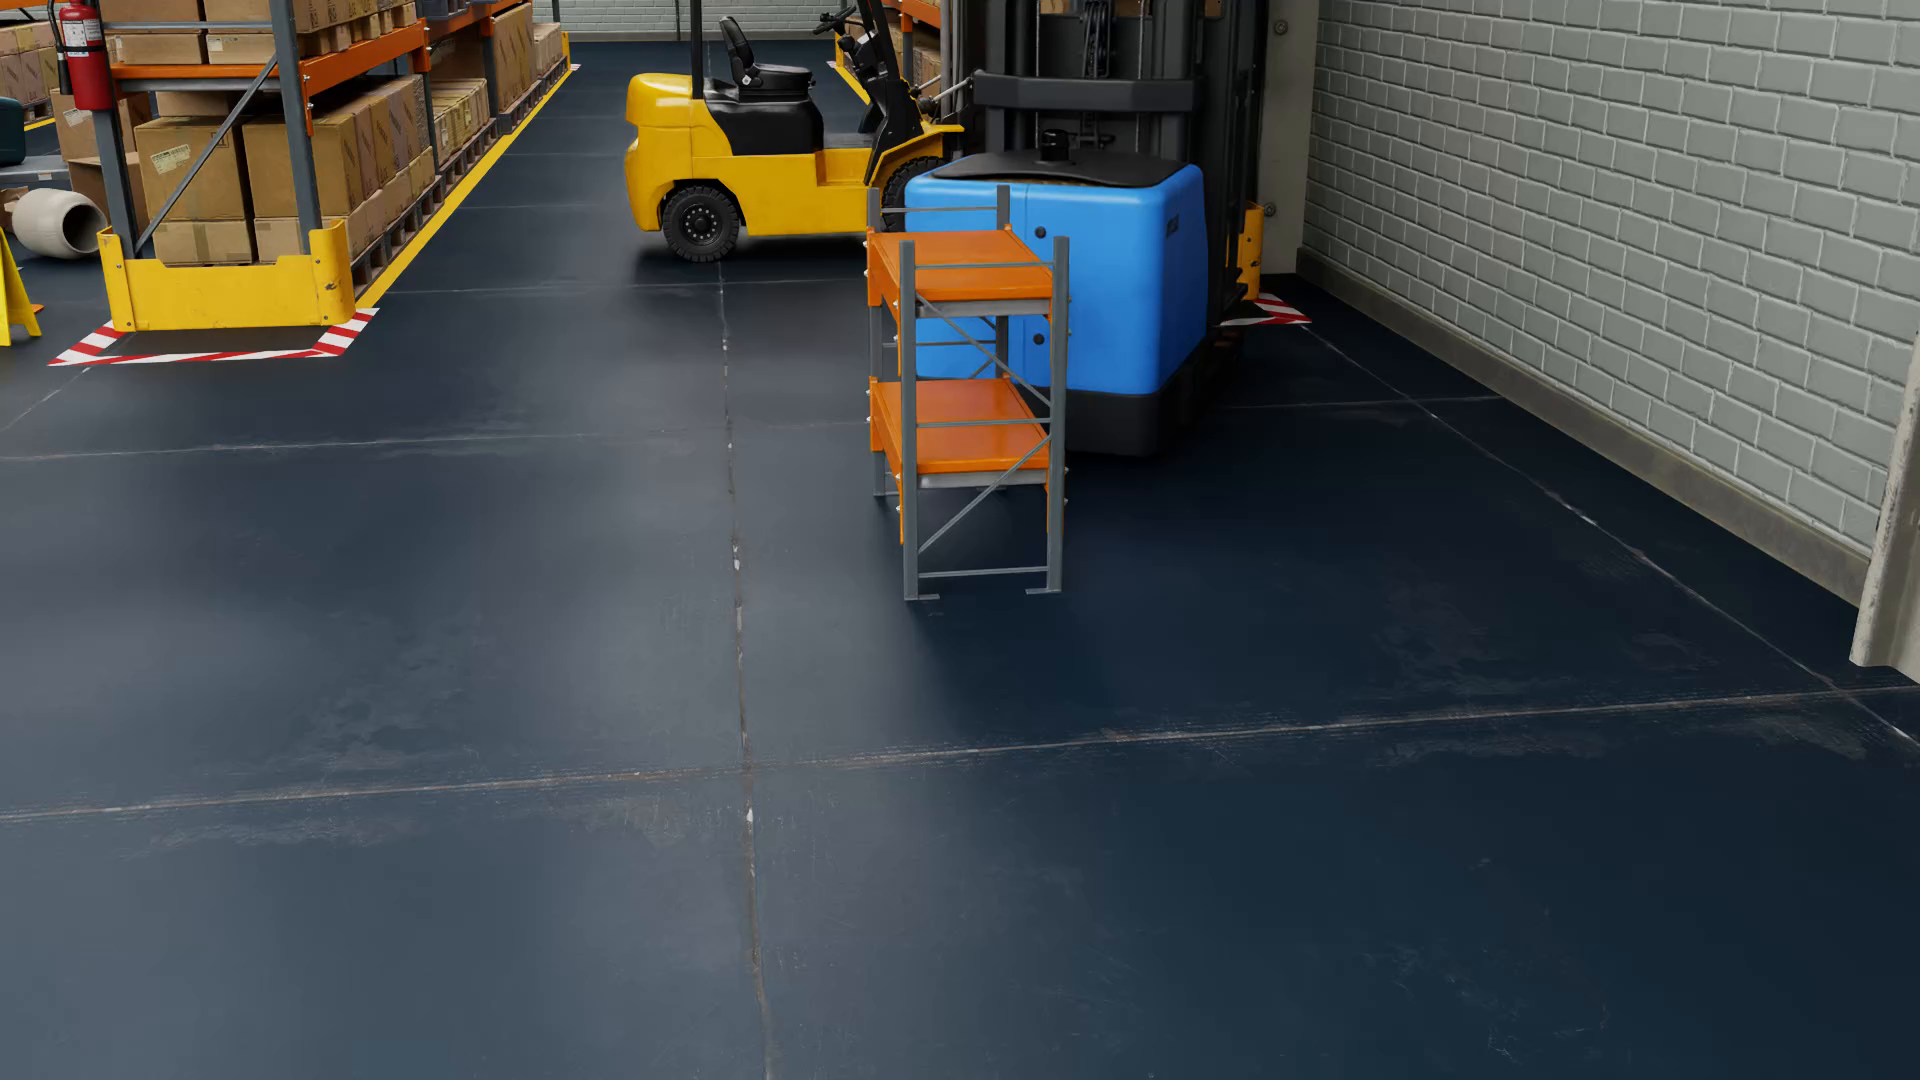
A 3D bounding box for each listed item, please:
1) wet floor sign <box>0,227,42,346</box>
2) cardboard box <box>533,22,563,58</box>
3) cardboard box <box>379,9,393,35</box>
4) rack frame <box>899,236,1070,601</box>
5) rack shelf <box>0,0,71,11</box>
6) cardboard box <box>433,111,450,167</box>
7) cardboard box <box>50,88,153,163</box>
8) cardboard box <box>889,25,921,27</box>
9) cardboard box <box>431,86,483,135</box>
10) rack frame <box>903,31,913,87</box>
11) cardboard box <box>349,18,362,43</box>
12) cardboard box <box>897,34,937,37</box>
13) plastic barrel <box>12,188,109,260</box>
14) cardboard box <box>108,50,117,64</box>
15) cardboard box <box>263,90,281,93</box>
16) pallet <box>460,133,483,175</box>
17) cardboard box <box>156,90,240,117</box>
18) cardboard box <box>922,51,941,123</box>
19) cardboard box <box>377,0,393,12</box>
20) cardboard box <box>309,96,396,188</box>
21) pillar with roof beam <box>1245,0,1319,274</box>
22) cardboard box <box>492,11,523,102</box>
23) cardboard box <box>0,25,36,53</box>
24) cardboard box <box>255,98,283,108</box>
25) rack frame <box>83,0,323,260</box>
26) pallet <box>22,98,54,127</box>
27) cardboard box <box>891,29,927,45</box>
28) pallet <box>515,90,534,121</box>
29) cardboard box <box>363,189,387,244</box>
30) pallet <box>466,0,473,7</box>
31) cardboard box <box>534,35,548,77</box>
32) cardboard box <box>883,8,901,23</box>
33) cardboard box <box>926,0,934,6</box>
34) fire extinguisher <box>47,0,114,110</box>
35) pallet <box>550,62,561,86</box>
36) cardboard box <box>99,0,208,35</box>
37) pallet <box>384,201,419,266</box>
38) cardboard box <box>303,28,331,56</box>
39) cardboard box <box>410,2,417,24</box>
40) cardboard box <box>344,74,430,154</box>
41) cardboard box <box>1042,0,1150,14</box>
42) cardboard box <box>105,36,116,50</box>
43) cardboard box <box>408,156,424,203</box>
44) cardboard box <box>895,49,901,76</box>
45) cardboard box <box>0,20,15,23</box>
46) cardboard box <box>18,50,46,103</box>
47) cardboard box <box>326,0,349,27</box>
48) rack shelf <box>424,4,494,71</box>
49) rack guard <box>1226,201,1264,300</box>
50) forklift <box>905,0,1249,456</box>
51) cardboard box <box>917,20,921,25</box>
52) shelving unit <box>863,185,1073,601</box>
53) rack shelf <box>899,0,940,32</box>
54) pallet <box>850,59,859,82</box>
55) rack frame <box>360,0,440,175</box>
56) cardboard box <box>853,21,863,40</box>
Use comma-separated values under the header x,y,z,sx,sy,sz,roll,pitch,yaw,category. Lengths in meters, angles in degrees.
x,y,z,sx,sy,sz,roll,pitch,yaw,category
-4.856,-1.319,8.326,0.267,0.644,0.232,4,21,11,wet floor sign
-5.937,-6.854,22.843,0.875,0.438,0.875,-4,21,-10,cardboard box
-3.903,-3.361,10.788,0.380,0.149,0.250,-3,21,-9,cardboard box
0.072,-0.353,5.054,0.500,1.125,0.032,-3,21,-8,rack frame
-10.149,-5.382,16.868,1.077,0.370,4.000,-3,21,-8,rack shelf
-4.479,-3.074,12.815,0.950,0.372,0.625,-3,21,-7,cardboard box
-6.158,-3.010,11.979,0.500,0.500,0.500,-3,21,-8,cardboard box
-0.638,-5.777,18.943,0.380,0.149,0.250,-3,21,-8,cardboard box
-4.792,-3.826,14.829,0.950,0.372,0.625,-3,21,-9,cardboard box
-0.066,-5.563,16.324,1.000,3.000,0.127,-3,21,-8,rack frame
-3.845,-3.094,10.072,0.380,0.149,0.250,-3,21,-9,cardboard box
-0.452,-5.237,17.497,0.380,0.149,0.250,-4,21,-10,cardboard box
-5.620,-1.974,10.396,0.512,0.421,0.421,12,24,30,plastic barrel
-10.406,-5.813,20.043,0.380,0.149,0.250,-4,21,-11,cardboard box
-4.507,-2.955,10.673,0.380,0.149,0.250,-2,21,-5,cardboard box
-4.694,-3.313,14.285,1.003,0.211,1.213,-3,21,-8,pallet
-4.317,-2.494,9.436,0.380,0.149,0.250,-2,21,-6,cardboard box
0.112,-4.205,15.482,0.875,0.625,0.625,-2,21,-6,cardboard box
-3.930,-3.614,10.538,0.500,0.500,0.500,-2,21,-6,cardboard box
-3.815,-2.458,10.268,0.500,0.500,0.500,-3,21,-7,cardboard box
-2.381,-5.673,8.044,9.100,9.000,0.400,-3,21,-8,pillar with roof beam
-5.119,-5.065,17.428,0.875,0.875,0.875,-3,21,-7,cardboard box
-9.929,-5.183,17.206,0.500,0.250,0.500,-4,21,-10,cardboard box
-4.342,-2.422,10.170,0.500,0.500,0.500,-3,21,-9,cardboard box
-3.824,-2.542,8.234,1.000,3.000,0.127,-3,21,-8,rack frame
-10.145,-4.413,17.229,1.003,0.211,1.213,-3,21,-8,pallet
-0.551,-5.512,18.231,0.380,0.149,0.250,-4,21,-10,cardboard box
-5.189,-4.704,18.008,1.003,0.211,1.213,-3,21,-8,pallet
-3.733,-1.921,9.901,0.500,0.250,0.500,-2,21,-6,cardboard box
-4.652,-4.538,13.855,1.003,0.211,1.213,-3,21,-8,pallet
-5.538,-5.916,20.330,0.875,0.438,0.875,-3,21,-9,cardboard box
-0.769,-6.192,19.628,0.380,0.149,0.250,-4,21,-10,cardboard box
-0.022,-4.795,14.482,0.500,0.250,0.500,-2,21,-6,cardboard box
-4.264,-2.443,8.080,0.296,0.674,0.183,-3,21,-8,fire extinguisher
-5.765,-6.081,21.695,1.003,0.211,1.213,-3,21,-8,pallet
-4.175,-2.902,8.631,0.500,0.500,0.500,-3,21,-9,cardboard box
-4.090,-1.966,10.679,1.003,0.211,1.213,-3,21,-8,pallet
-3.677,-2.735,9.110,0.380,0.149,0.250,-4,21,-9,cardboard box
-4.053,-3.713,11.730,0.380,0.149,0.250,-3,21,-8,cardboard box
-4.050,-2.995,11.707,0.500,0.500,0.500,-3,21,-9,cardboard box
0.756,-2.997,9.311,0.500,0.500,0.500,-3,21,-9,cardboard box
-10.365,-6.046,20.242,0.380,0.149,0.250,-2,21,-7,cardboard box
-3.963,-2.460,11.346,0.500,0.250,0.500,-3,21,-9,cardboard box
-0.402,-4.898,17.516,0.500,0.500,0.500,-3,21,-9,cardboard box
-10.593,-5.520,18.108,0.500,0.250,0.500,-4,21,-10,cardboard box
-9.939,-4.839,17.357,0.500,0.500,0.500,-3,21,-9,cardboard box
-3.696,-3.085,9.121,0.500,0.500,0.500,-2,21,-6,cardboard box
-4.689,-4.282,13.922,1.077,0.370,4.000,-3,21,-8,rack shelf
1.091,-1.614,9.323,1.175,0.500,0.348,-3,21,-8,rack guard
0.723,-2.176,7.353,1.130,2.935,3.031,7,21,17,forklift
-0.304,-6.165,19.981,0.380,0.149,0.250,-4,21,-10,cardboard box
-0.001,-0.529,5.526,0.538,1.125,1.048,-3,21,-8,shelving unit
0.222,-4.534,14.596,1.077,0.370,4.000,-3,21,-8,rack shelf
-0.920,-6.303,22.290,1.003,0.211,1.213,-3,21,-8,pallet
-4.401,-3.927,11.943,1.000,3.000,0.127,-3,21,-8,rack frame
-1.163,-6.656,22.223,0.500,0.500,0.500,-3,21,-7,cardboard box
